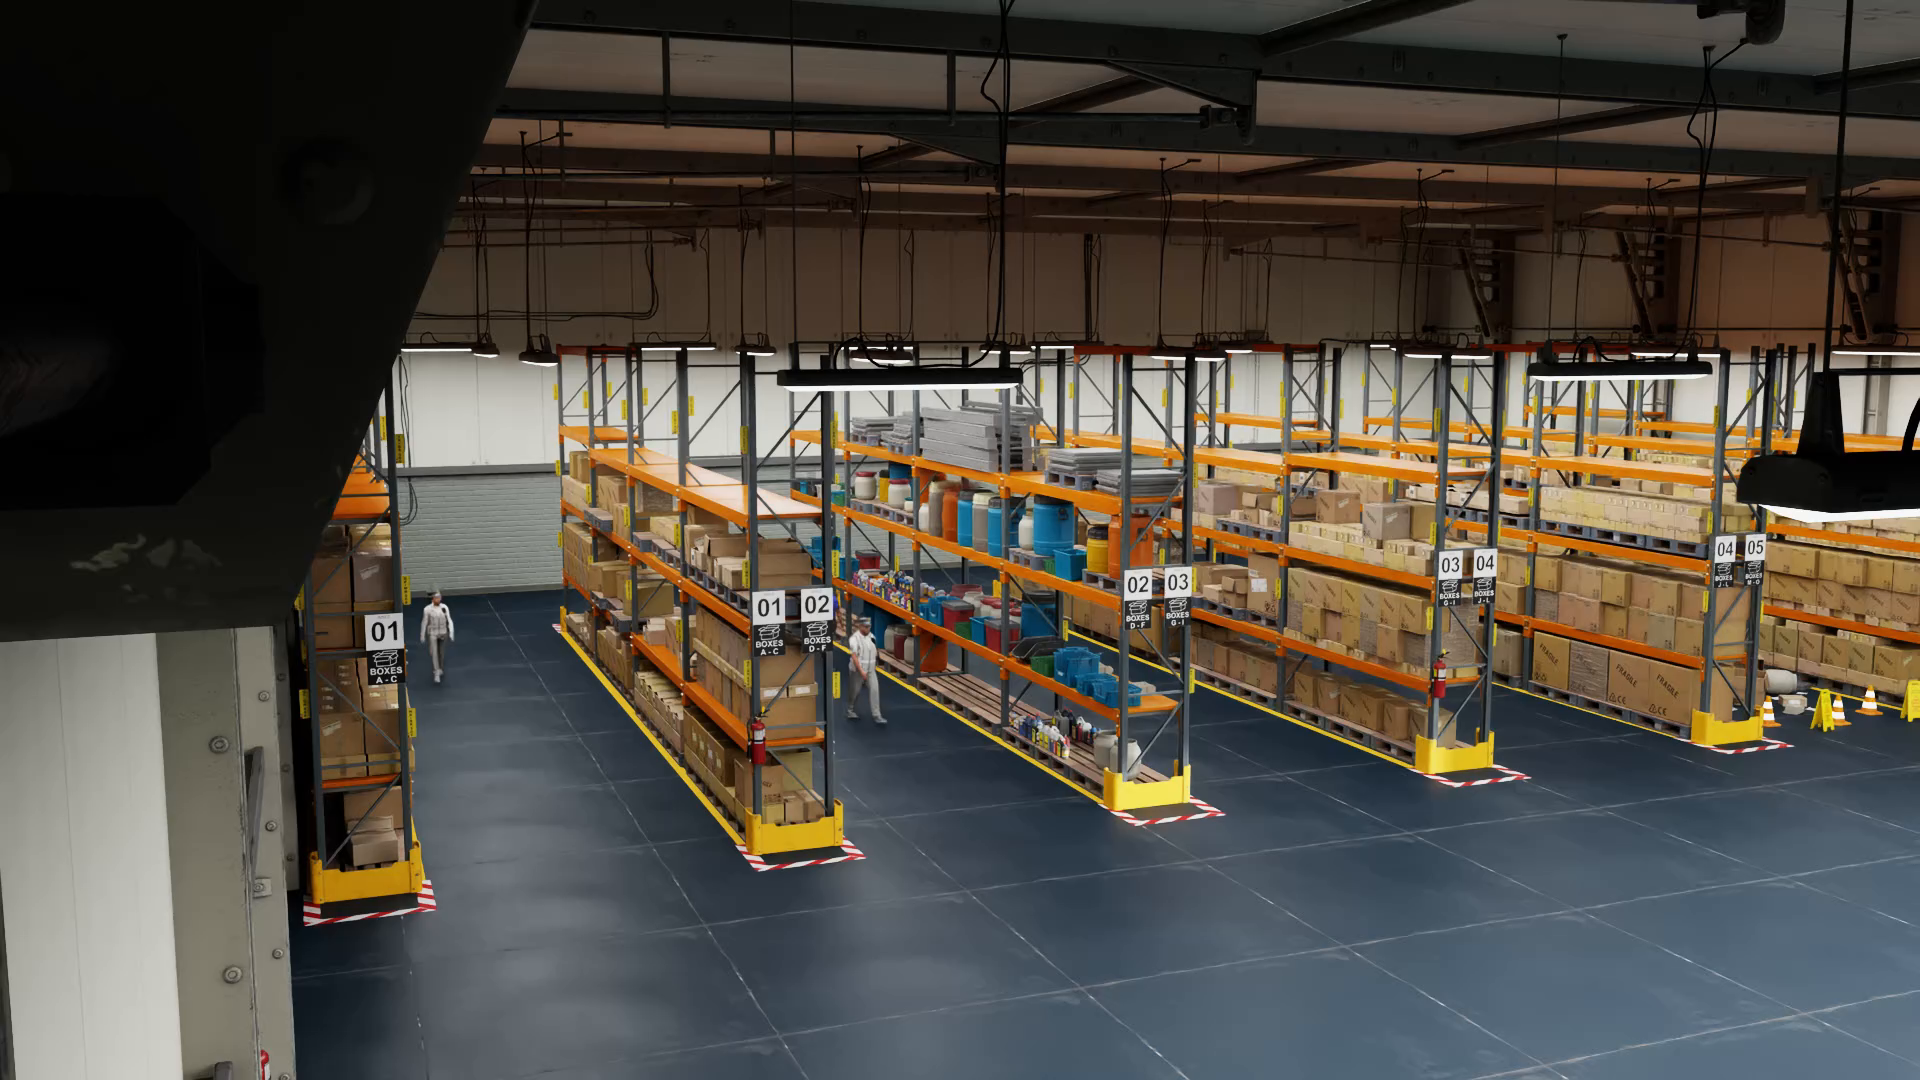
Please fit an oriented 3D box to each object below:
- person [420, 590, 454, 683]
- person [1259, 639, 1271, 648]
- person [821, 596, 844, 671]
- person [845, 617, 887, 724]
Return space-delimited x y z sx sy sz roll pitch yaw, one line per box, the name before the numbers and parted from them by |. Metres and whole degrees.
person | -9.418 1.696 29.954 0.533 1.621 1.022 -4 8 -30
person | 5.939 1.455 31.895 0.695 1.687 0.620 -2 7 -12
person | -2.465 1.583 31.049 0.493 1.593 1.033 -3 8 -23
person | -1.508 2.078 26.767 0.546 1.689 1.029 -5 9 -36
